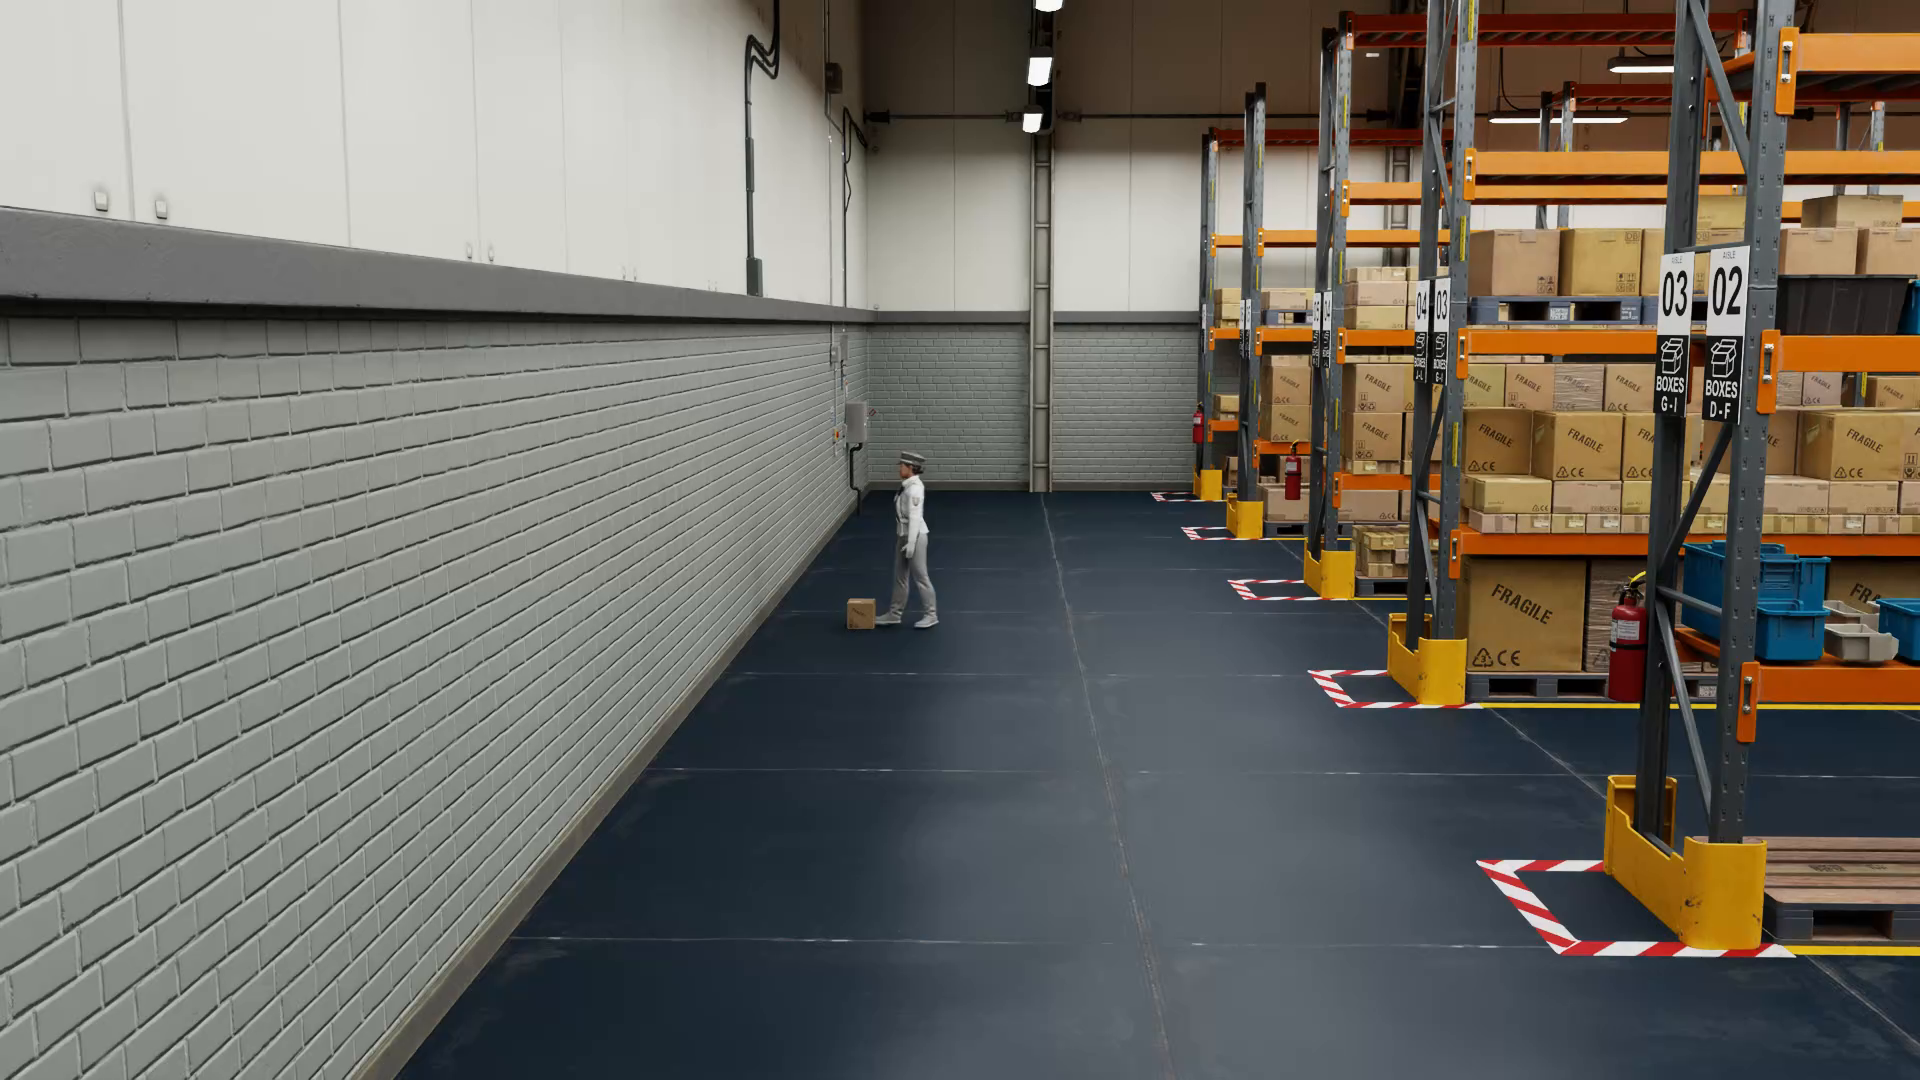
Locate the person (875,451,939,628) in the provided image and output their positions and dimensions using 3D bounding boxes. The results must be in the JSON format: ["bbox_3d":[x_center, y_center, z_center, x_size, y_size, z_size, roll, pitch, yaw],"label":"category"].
[{"bbox_3d":[-0.518,-0.008,15.713,0.630,1.672,0.509,-1,7,-9],"label":"person"}]
